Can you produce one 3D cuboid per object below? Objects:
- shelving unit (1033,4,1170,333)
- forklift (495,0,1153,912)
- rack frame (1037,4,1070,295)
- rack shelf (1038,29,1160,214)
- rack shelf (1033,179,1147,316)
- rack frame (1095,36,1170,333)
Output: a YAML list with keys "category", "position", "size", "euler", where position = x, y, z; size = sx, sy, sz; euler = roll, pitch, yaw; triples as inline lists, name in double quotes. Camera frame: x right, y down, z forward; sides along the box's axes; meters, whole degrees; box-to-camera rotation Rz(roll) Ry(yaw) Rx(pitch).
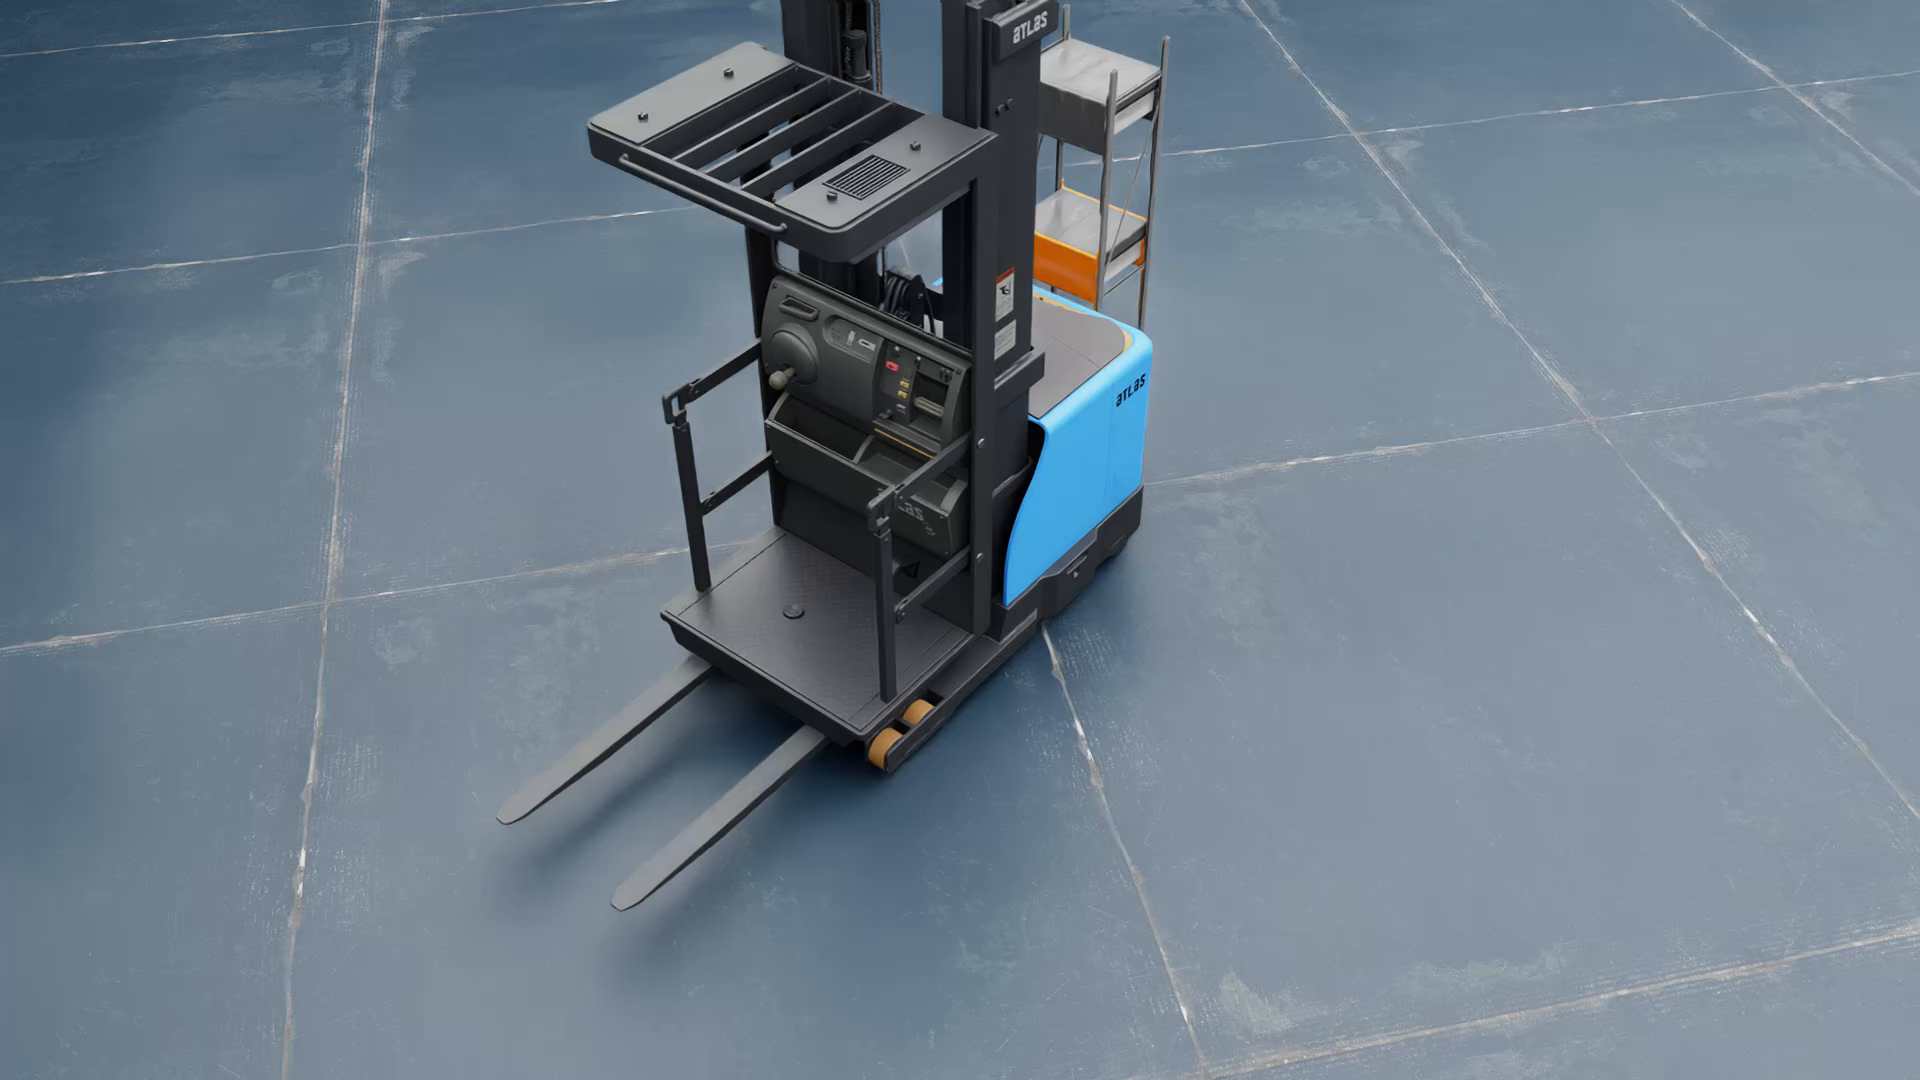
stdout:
- category: "shelving unit"
  position: [0.516, -1.219, 7.323]
  size: [0.503, 2.100, 0.431]
  euler: [28, 49, 28]
- category: "forklift"
  position: [-0.494, -0.569, 5.965]
  size: [1.130, 2.935, 3.031]
  euler: [28, 49, 28]
- category: "rack frame"
  position: [0.325, -1.319, 7.436]
  size: [0.015, 2.100, 0.400]
  euler: [28, 49, 28]
- category: "rack shelf"
  position: [0.516, -1.732, 6.867]
  size: [0.480, 0.518, 0.431]
  euler: [28, 49, 28]
- category: "rack shelf"
  position: [0.516, -1.208, 7.332]
  size: [0.480, 0.518, 0.431]
  euler: [28, 49, 28]
- category: "rack frame"
  position: [0.708, -1.118, 7.209]
  size: [0.015, 2.100, 0.400]
  euler: [28, 49, 28]
